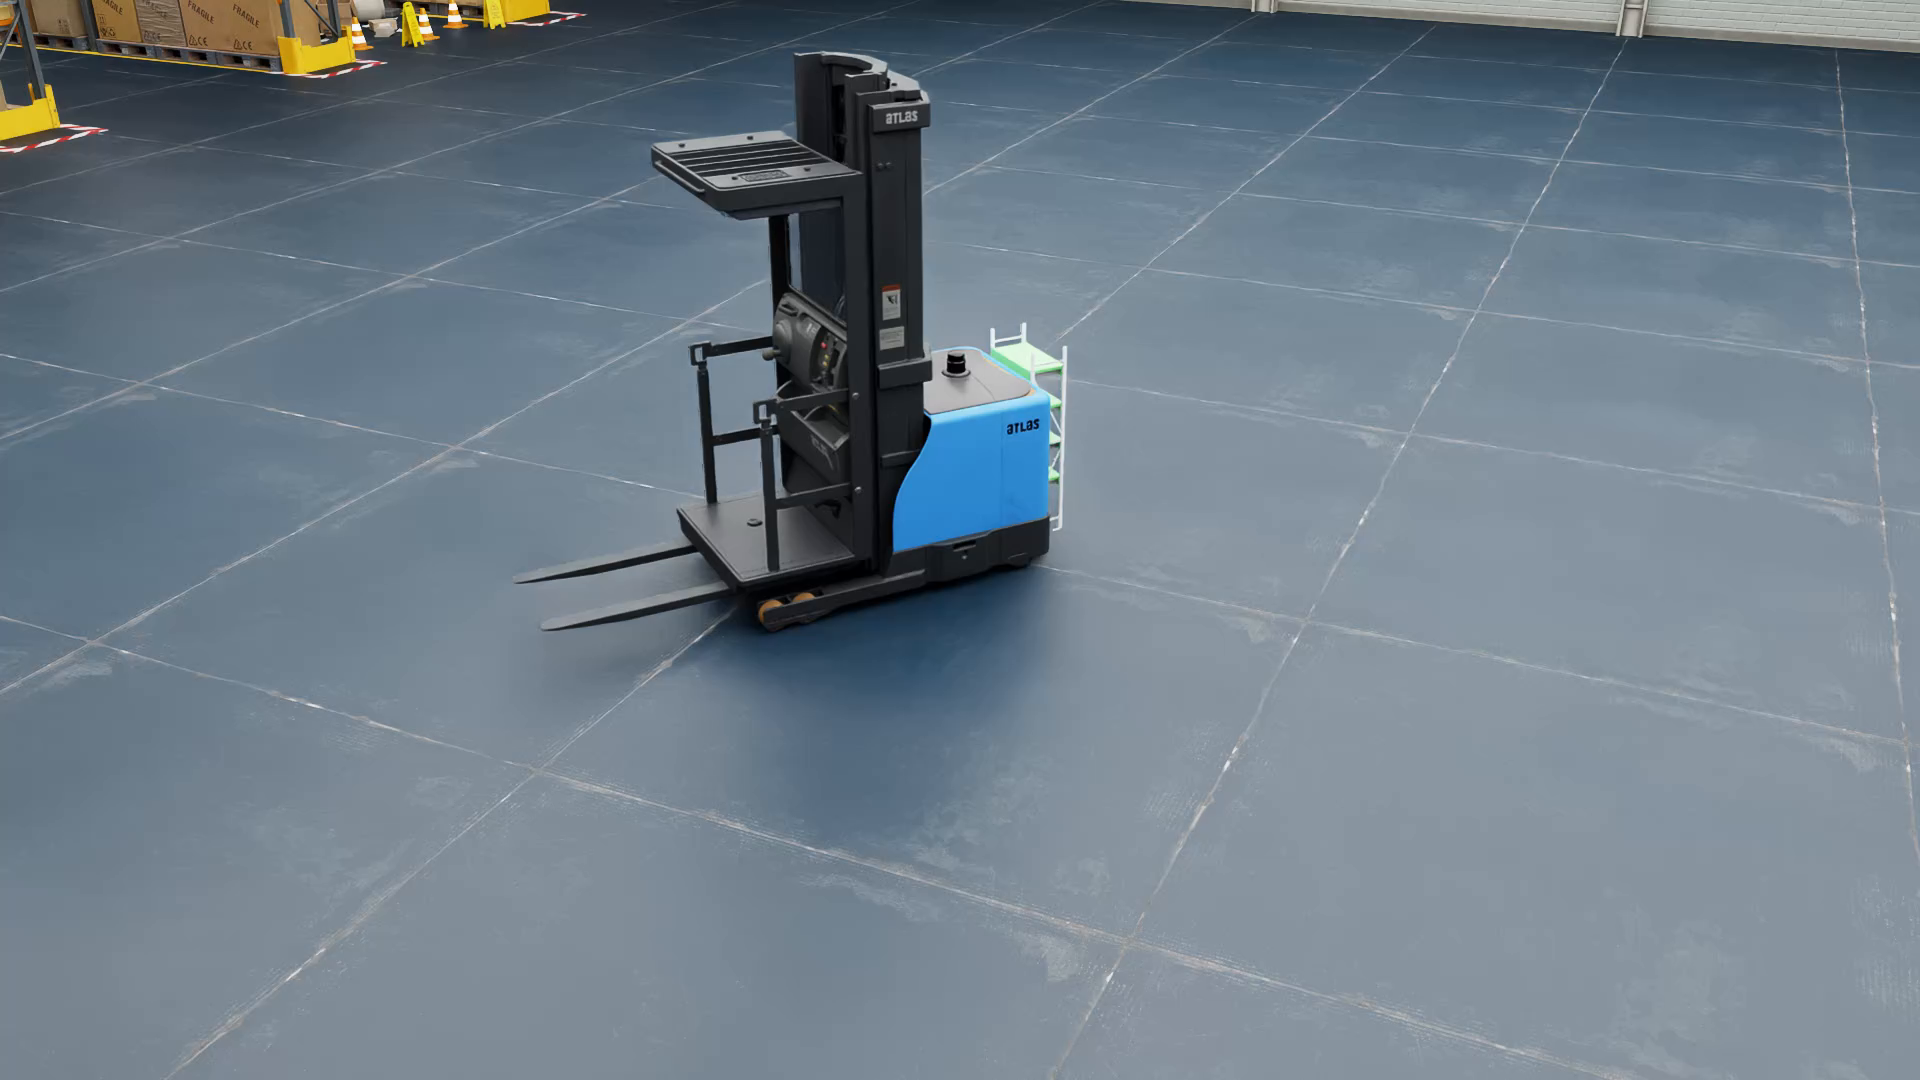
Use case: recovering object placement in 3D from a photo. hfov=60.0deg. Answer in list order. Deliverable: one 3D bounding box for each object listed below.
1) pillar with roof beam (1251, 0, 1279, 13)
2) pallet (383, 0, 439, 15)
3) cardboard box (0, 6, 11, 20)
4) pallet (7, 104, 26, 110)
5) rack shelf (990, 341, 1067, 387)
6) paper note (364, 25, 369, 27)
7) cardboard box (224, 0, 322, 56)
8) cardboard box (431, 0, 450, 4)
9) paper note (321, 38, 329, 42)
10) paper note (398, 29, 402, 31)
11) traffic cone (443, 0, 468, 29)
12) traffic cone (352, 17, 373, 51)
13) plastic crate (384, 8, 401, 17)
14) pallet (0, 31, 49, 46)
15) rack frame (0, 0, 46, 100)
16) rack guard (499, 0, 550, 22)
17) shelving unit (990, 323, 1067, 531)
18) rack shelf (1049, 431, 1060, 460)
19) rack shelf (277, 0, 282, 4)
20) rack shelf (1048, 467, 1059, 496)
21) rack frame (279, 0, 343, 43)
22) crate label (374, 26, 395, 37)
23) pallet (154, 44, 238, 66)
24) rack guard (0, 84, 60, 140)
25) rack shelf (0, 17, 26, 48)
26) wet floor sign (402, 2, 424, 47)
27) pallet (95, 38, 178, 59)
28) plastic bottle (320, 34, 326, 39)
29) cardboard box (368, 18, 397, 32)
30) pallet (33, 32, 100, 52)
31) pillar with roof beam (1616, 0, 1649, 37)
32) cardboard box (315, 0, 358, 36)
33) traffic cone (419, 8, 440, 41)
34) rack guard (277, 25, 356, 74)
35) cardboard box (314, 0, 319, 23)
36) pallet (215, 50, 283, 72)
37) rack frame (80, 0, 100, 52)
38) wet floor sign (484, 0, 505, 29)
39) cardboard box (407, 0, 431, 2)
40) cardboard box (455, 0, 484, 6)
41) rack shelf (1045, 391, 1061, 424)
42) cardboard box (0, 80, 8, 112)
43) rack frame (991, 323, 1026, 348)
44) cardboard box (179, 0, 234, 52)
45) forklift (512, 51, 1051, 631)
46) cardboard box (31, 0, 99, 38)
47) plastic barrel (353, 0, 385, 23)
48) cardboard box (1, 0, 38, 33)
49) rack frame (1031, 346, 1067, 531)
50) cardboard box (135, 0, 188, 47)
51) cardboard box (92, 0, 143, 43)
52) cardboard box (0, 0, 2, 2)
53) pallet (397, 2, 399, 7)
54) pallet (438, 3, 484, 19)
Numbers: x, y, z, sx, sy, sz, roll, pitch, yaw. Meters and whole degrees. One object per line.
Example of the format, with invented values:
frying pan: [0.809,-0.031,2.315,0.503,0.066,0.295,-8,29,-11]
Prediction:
pillar with roof beam: [3.524,-11.523,23.467,0.400,9.000,9.100,11,28,22]
pallet: [-9.308,-9.420,29.144,1.213,0.211,1.003,11,28,22]
cardboard box: [-11.671,-6.321,19.977,0.250,0.149,0.380,11,28,22]
pallet: [-12.304,-5.211,20.596,1.213,0.211,1.003,11,28,22]
rack shelf: [0.411,-1.052,10.087,0.258,0.148,0.480,-13,29,-25]
paper note: [-9.803,-8.521,27.536,0.142,0.019,0.148,23,35,39]
cardboard box: [-10.010,-7.594,24.209,0.875,0.875,0.875,12,28,22]
cardboard box: [-8.723,-9.363,28.509,0.500,0.250,0.500,11,28,22]
paper note: [-10.052,-7.891,26.244,0.142,0.017,0.144,23,35,39]
paper note: [-9.092,-8.311,27.096,0.142,0.019,0.148,2,26,4]
traffic cone: [-8.333,-8.692,27.381,0.334,0.463,0.336,11,28,22]
traffic cone: [-9.260,-7.792,25.552,0.334,0.463,0.336,11,28,22]
plastic crate: [-9.959,-9.075,28.592,0.583,0.080,0.402,2,26,4]
pallet: [-14.854,-8.075,26.413,1.213,0.211,1.003,11,28,22]
rack frame: [-11.510,-6.286,19.621,0.127,3.000,1.000,11,28,22]
rack guard: [-7.477,-9.163,28.295,0.348,0.500,1.175,11,28,22]
shelving unit: [0.411,-0.679,10.270,0.258,1.200,0.503,-13,29,-25]
rack shelf: [0.411,-0.621,10.299,0.258,0.148,0.480,-13,29,-25]
rack shelf: [-11.185,-8.305,24.536,4.000,0.370,1.077,11,28,22]
rack shelf: [0.411,-0.406,10.405,0.258,0.148,0.480,-13,29,-25]
rack frame: [-9.365,-8.262,23.635,0.127,3.000,1.000,11,28,22]
crate label: [-9.225,-8.157,26.662,0.298,0.136,0.250,-2,26,-5]
pallet: [-11.232,-7.349,24.938,1.213,0.211,1.003,11,28,22]
rack guard: [-11.579,-5.178,20.202,0.348,0.500,1.175,11,28,22]
rack shelf: [-13.331,-6.329,20.523,4.000,0.370,1.077,11,28,22]
wet floor sign: [-8.519,-7.996,25.761,0.232,0.644,0.267,6,27,13]
pallet: [-12.346,-7.572,25.390,1.213,0.211,1.003,11,28,22]
plastic bottle: [-10.264,-8.027,26.485,0.283,0.061,0.133,2,26,4]
cardboard box: [-9.436,-8.419,27.181,0.380,0.149,0.250,-18,31,-31]
pallet: [-13.740,-7.853,25.961,1.213,0.211,1.003,11,28,22]
pillar with roof beam: [8.986,-10.426,21.239,0.400,9.000,9.100,11,28,22]
cardboard box: [-10.055,-8.454,26.851,0.637,0.503,0.797,-7,27,-14]
traffic cone: [-8.483,-8.184,26.348,0.334,0.463,0.336,11,28,22]
rack guard: [-9.343,-7.136,24.178,0.348,0.500,1.175,11,28,22]
cardboard box: [-10.909,-8.682,27.161,0.503,0.637,0.797,11,28,22]
pallet: [-10.125,-7.125,24.484,1.213,0.211,1.003,11,28,22]
rack frame: [-13.006,-8.993,25.120,0.127,3.000,1.000,11,28,22]
wet floor sign: [-7.678,-8.749,27.290,0.232,0.644,0.267,23,35,39]
cardboard box: [-9.202,-9.456,28.698,0.500,0.250,0.500,10,28,20]
cardboard box: [-8.277,-9.269,28.319,0.500,0.250,0.500,11,28,22]
rack shelf: [0.411,-0.837,10.193,0.258,0.148,0.480,-13,29,-25]
cardboard box: [-12.071,-5.474,20.326,0.500,0.500,0.500,17,31,31]
rack frame: [0.297,-0.774,10.464,0.240,1.200,0.015,-13,29,-25]
cardboard box: [-10.811,-7.754,24.534,0.875,0.875,0.875,11,28,21]
forklift: [-1.013,-1.077,9.119,3.031,2.935,1.130,-13,29,-24]
cardboard box: [-13.608,-8.250,25.681,0.750,0.750,1.050,11,28,22]
plastic barrel: [-9.915,-8.884,27.814,0.512,0.421,0.421,-12,29,-23]
cardboard box: [-14.485,-8.427,26.043,0.750,0.750,1.050,11,28,22]
rack frame: [0.526,-0.584,10.077,0.240,1.200,0.015,-13,29,-25]
cardboard box: [-11.640,-7.922,24.874,0.875,0.875,0.875,12,28,22]
cardboard box: [-12.463,-8.085,25.206,0.875,0.875,0.875,12,29,23]
cardboard box: [-11.999,-6.576,19.760,0.500,0.500,0.875,11,28,22]
pallet: [-10.423,-9.642,29.596,1.213,0.211,1.003,11,28,22]
pallet: [-8.202,-9.196,28.690,1.213,0.211,1.003,11,28,22]
